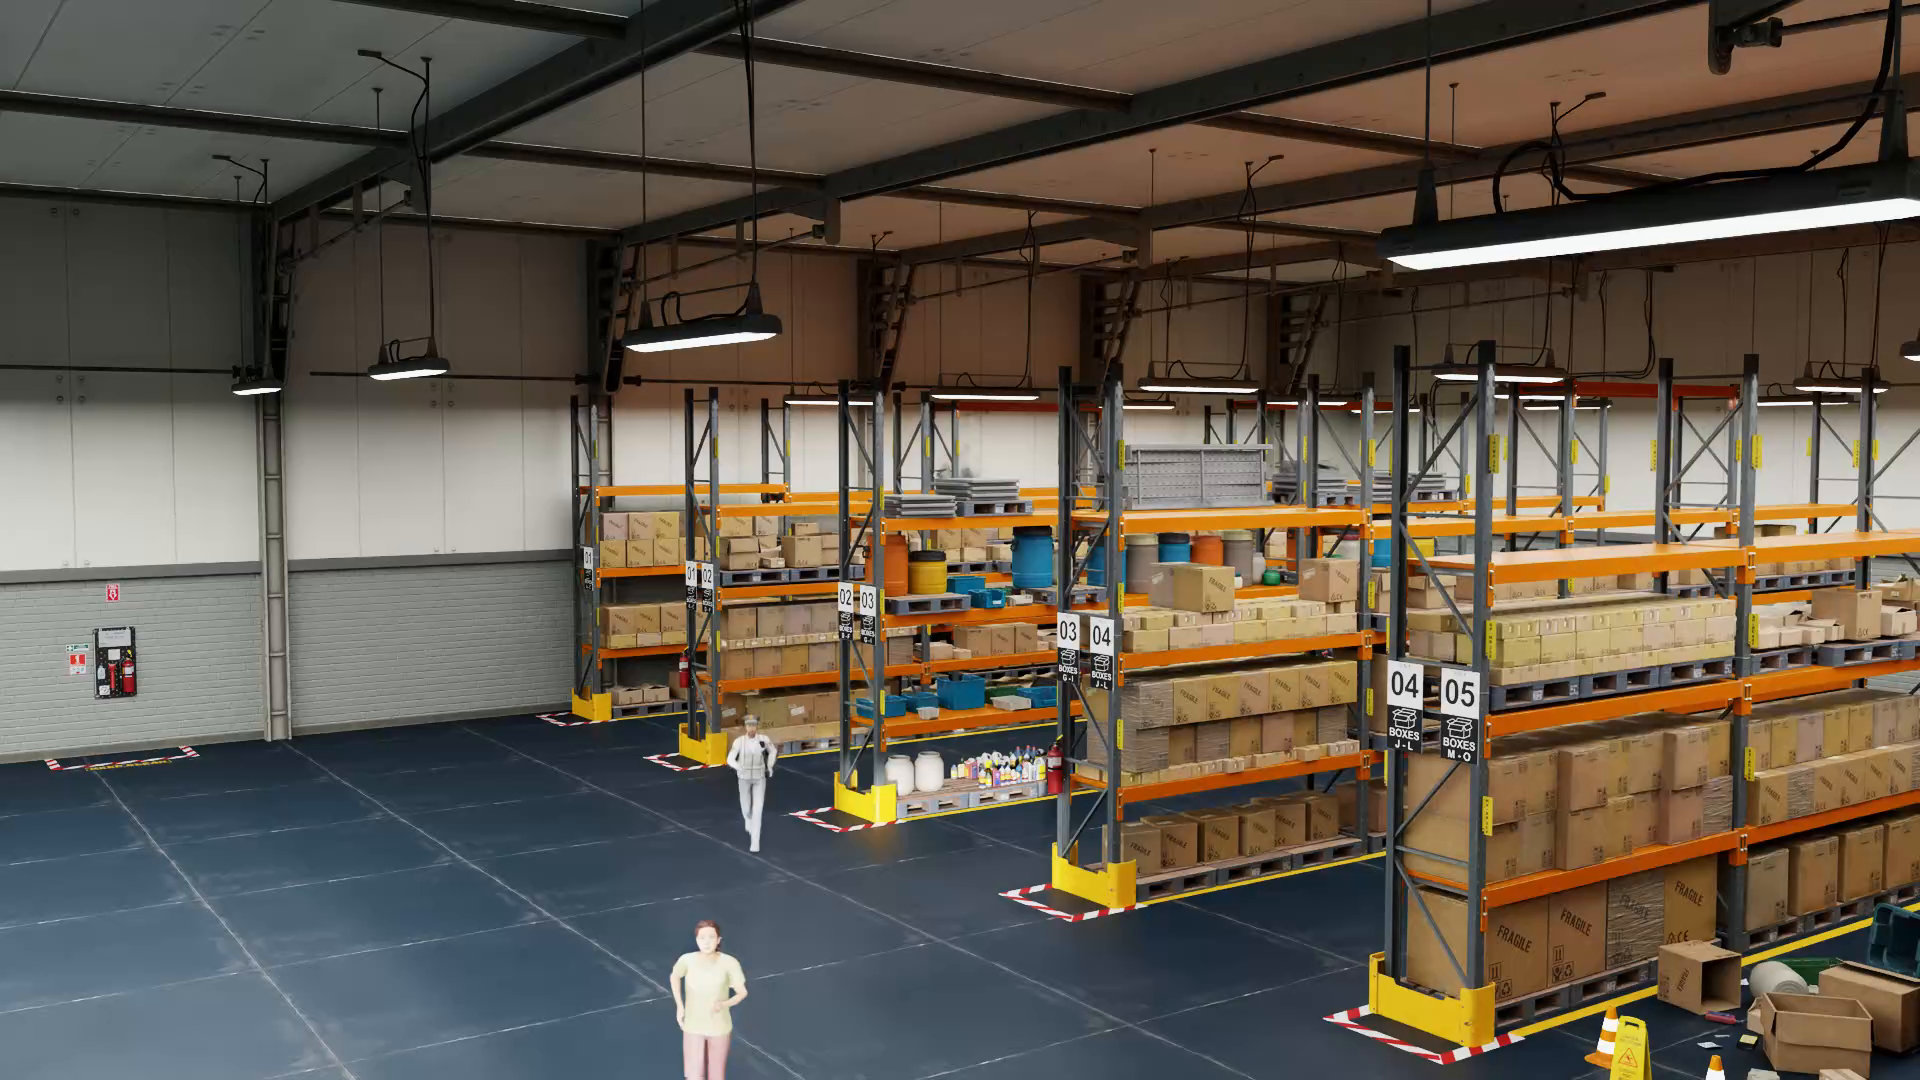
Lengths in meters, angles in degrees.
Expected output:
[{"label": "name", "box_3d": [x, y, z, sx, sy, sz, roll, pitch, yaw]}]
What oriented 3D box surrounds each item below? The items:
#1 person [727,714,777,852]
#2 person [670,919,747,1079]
[{"label": "person", "box_3d": [-2.640, 3.038, 21.149, 0.630, 1.684, 0.930, 0, 3, -6]}, {"label": "person", "box_3d": [-1.834, 3.612, 12.126, 0.572, 1.717, 0.652, 0, 3, -5]}]
